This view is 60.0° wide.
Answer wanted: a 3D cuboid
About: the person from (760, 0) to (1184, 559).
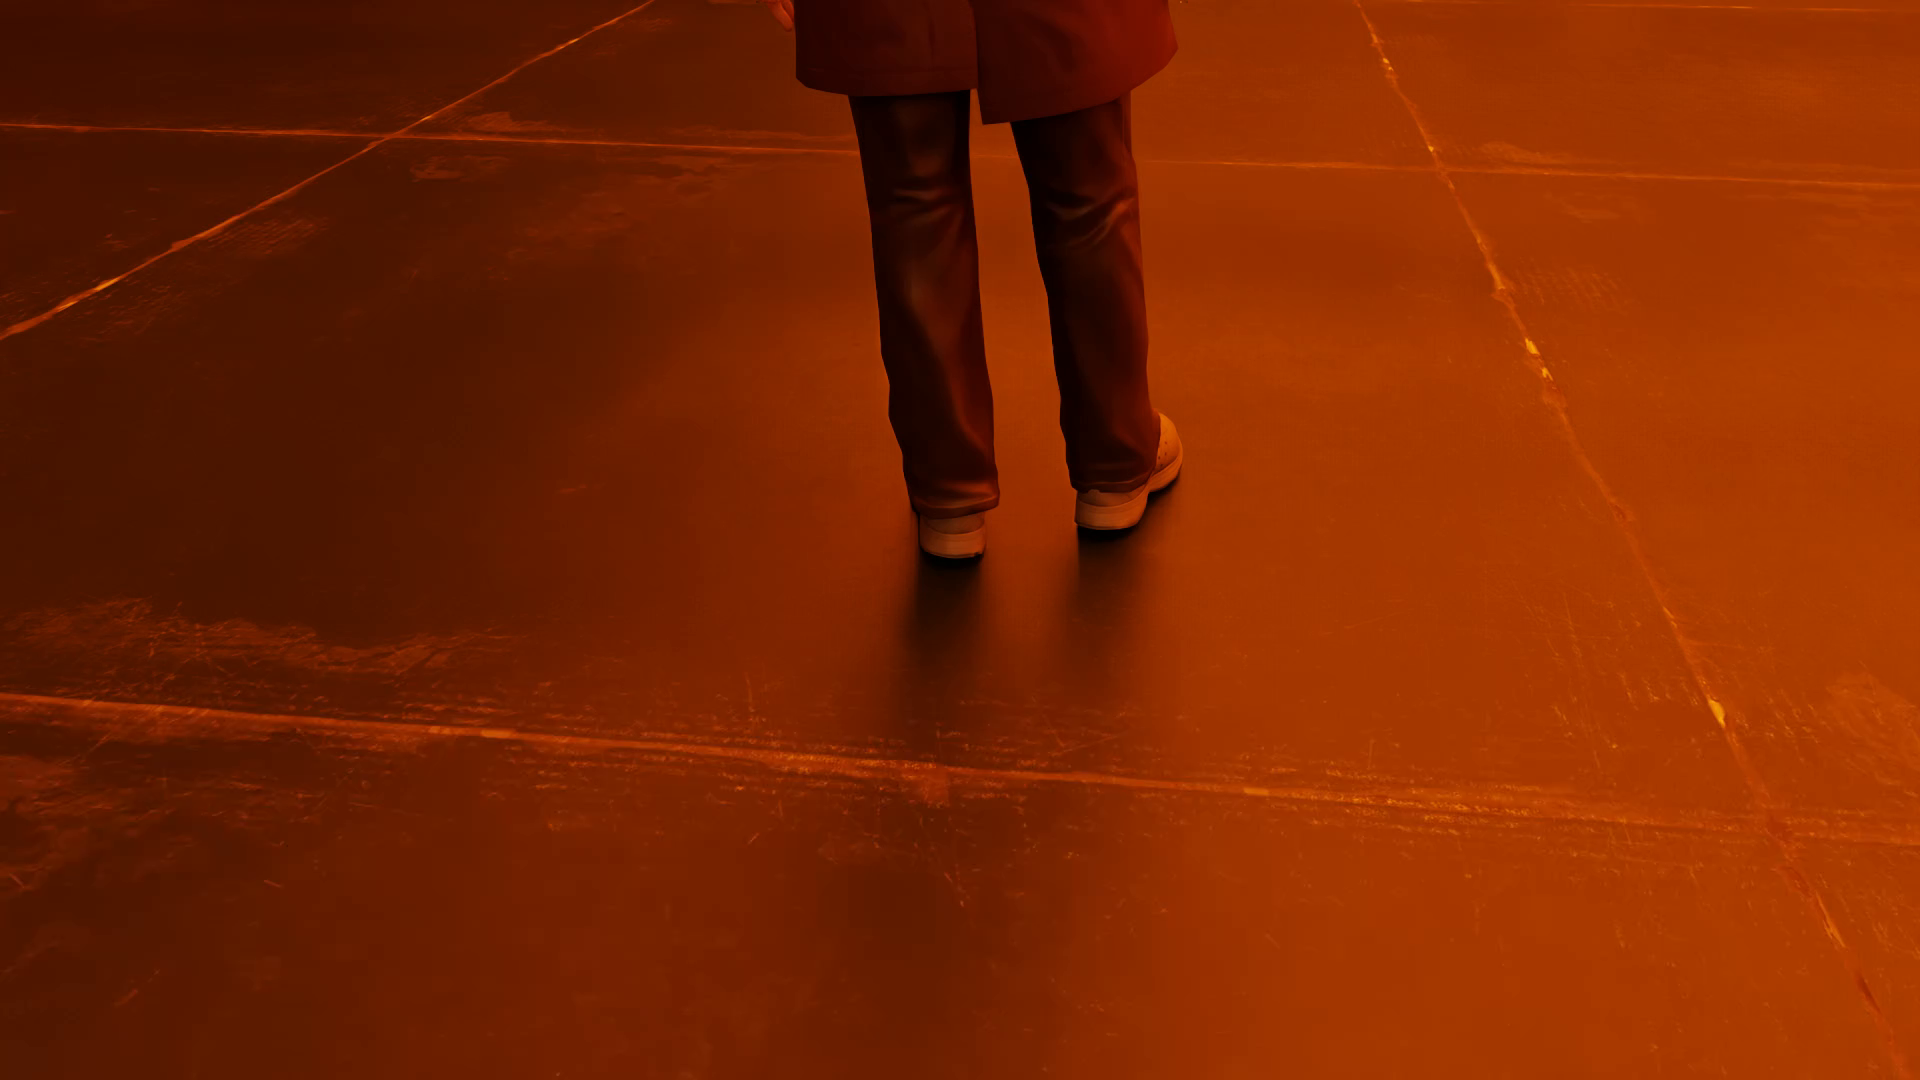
[{"bbox_3d":[0.017,-0.842,2.180,0.696,1.776,0.582,3,27,7],"label":"person"}]
